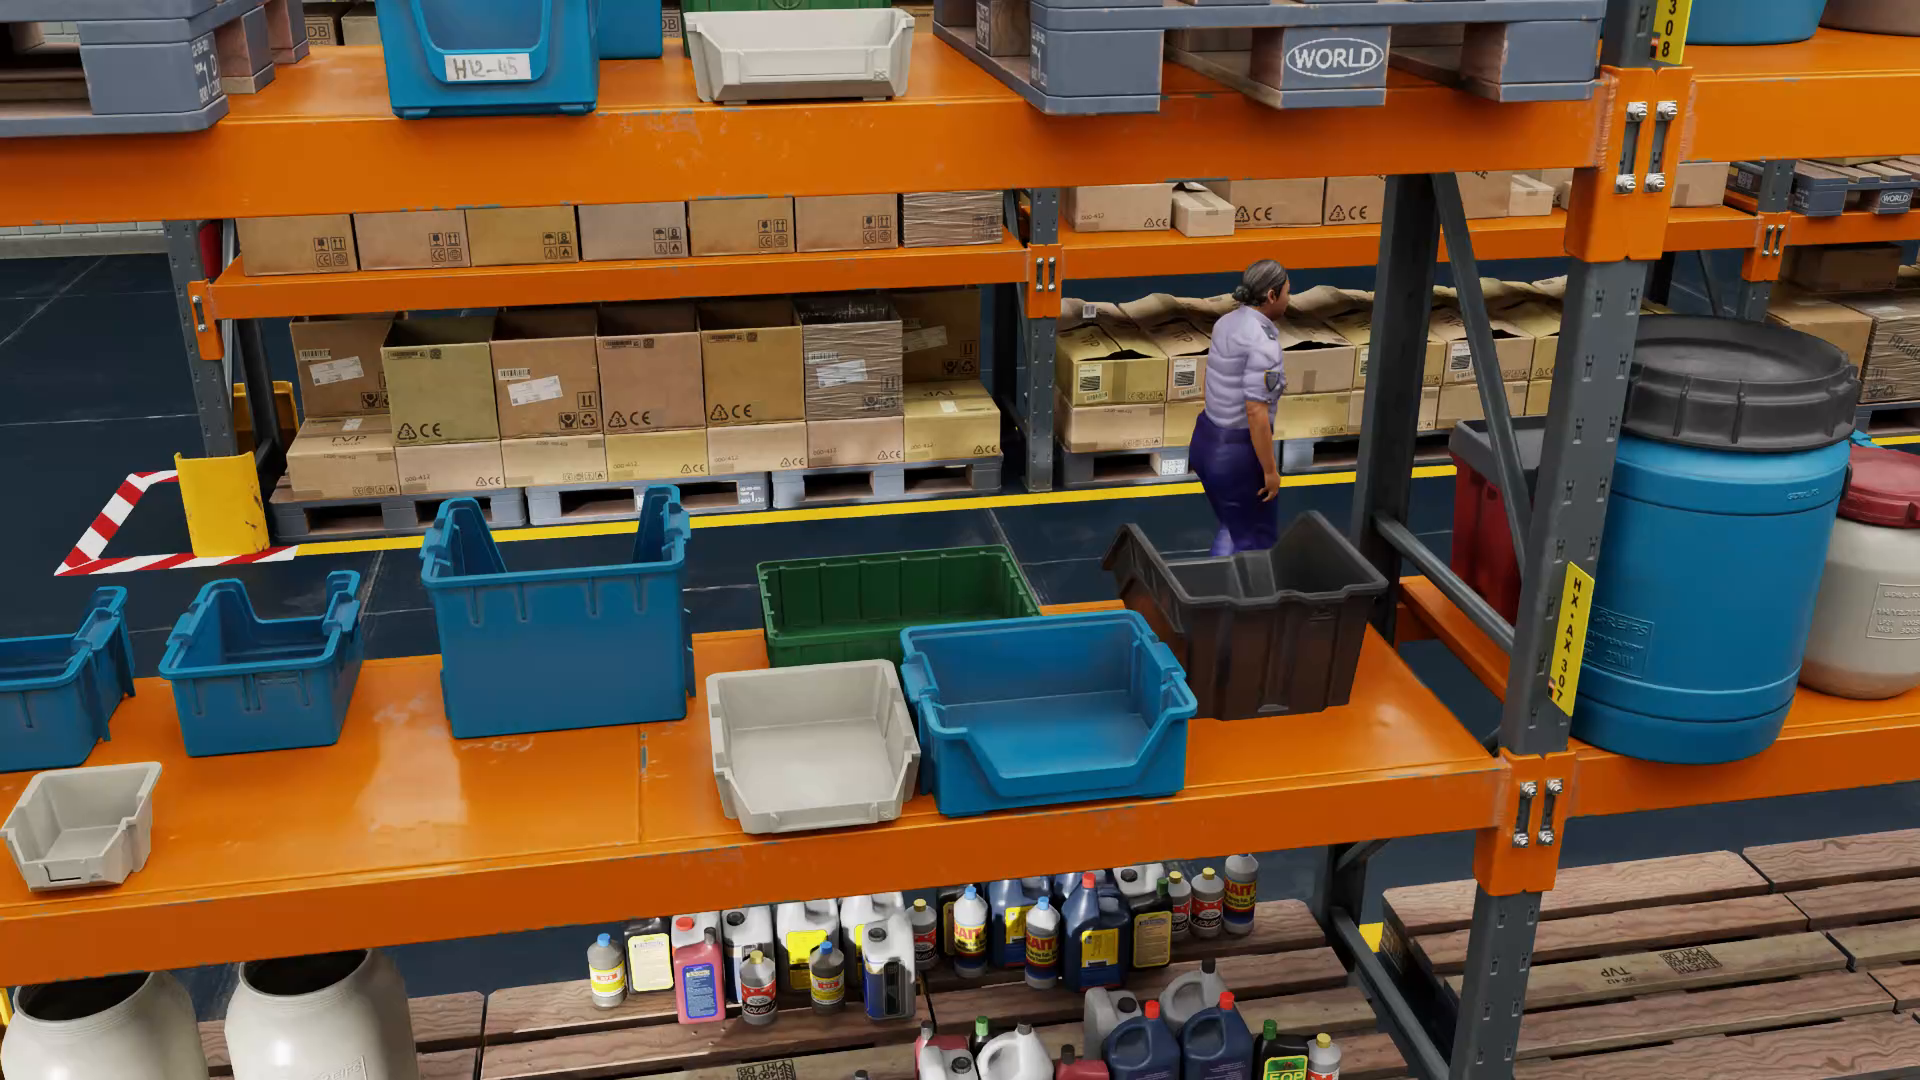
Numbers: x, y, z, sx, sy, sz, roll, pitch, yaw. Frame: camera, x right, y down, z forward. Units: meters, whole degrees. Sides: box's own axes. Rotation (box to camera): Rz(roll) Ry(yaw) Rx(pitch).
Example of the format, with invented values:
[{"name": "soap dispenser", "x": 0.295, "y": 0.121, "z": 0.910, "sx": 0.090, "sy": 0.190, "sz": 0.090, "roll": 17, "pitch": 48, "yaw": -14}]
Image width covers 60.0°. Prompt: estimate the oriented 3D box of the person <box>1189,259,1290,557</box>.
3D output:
[{"name": "person", "x": 1.192, "y": -0.335, "z": 6.898, "sx": 0.424, "sy": 1.637, "sz": 0.564, "roll": -6, "pitch": 24, "yaw": -13}]
